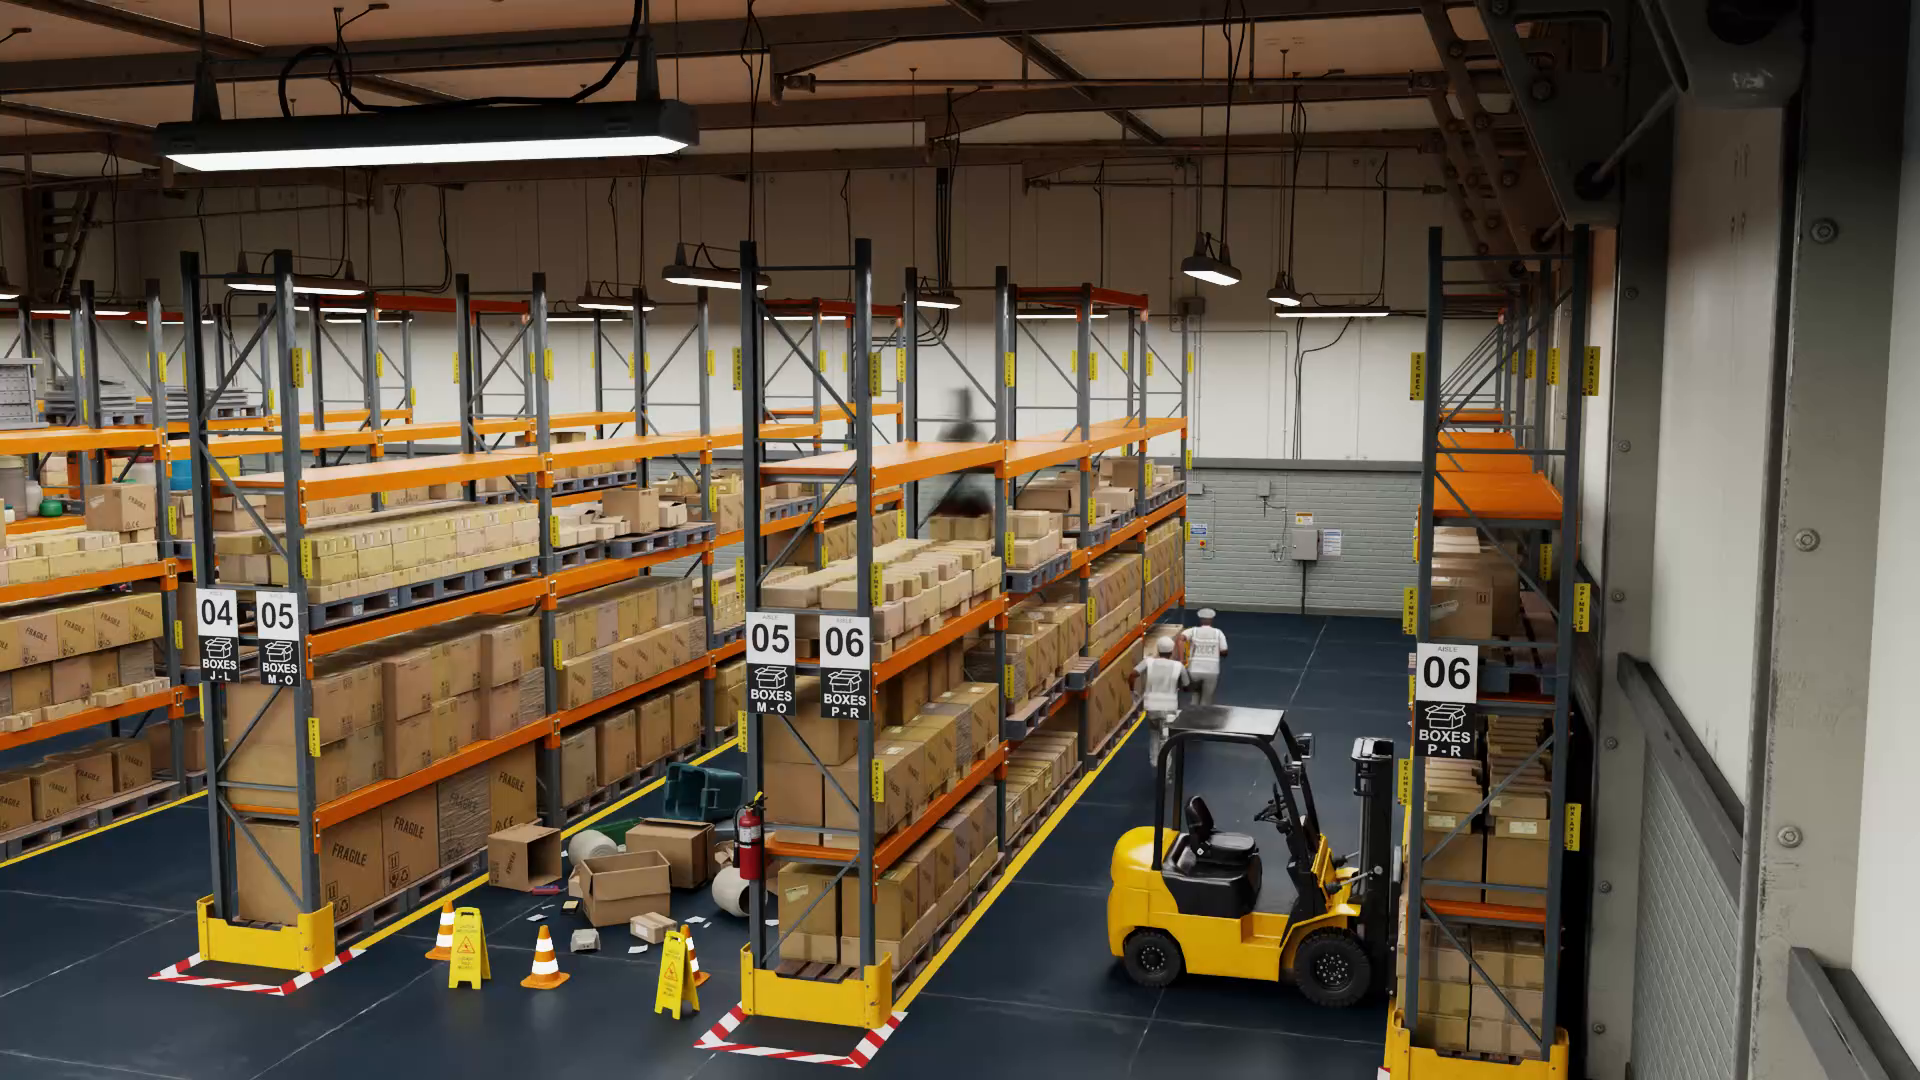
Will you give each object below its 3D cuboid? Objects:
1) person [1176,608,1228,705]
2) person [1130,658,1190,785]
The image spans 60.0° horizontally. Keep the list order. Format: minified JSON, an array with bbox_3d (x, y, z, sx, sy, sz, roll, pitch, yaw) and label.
[{"bbox_3d":[3.281,1.789,22.480,0.642,1.693,0.869,2,7,20],"label":"person"},{"bbox_3d":[2.408,2.174,20.004,0.685,1.540,0.871,2,7,19],"label":"person"}]
